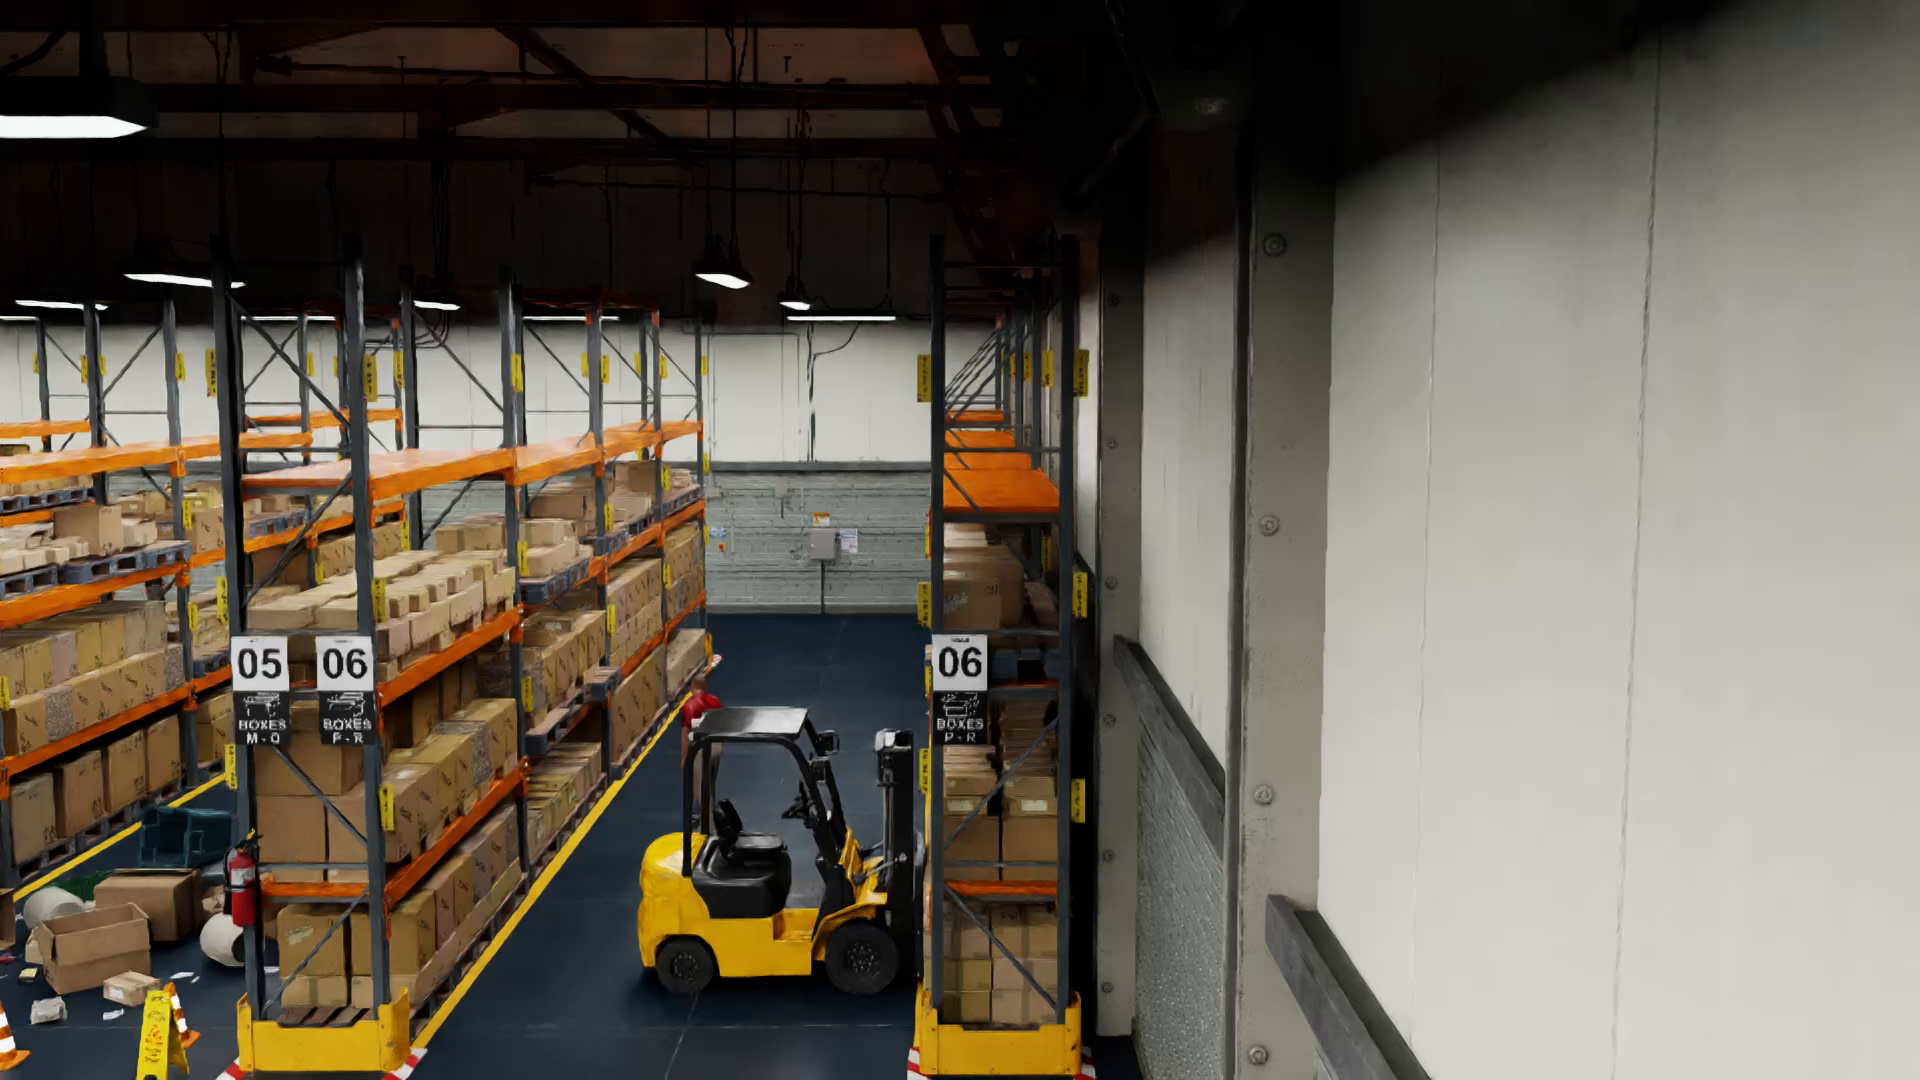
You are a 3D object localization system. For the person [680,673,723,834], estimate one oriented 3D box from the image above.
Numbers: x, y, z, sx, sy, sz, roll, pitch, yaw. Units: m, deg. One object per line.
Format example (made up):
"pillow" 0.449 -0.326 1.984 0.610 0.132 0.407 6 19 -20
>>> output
"person" -2.839 2.300 18.100 0.574 1.723 0.653 4 7 30

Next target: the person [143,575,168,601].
"person" -15.013 0.925 31.113 0.502 1.645 0.639 -5 8 -36
